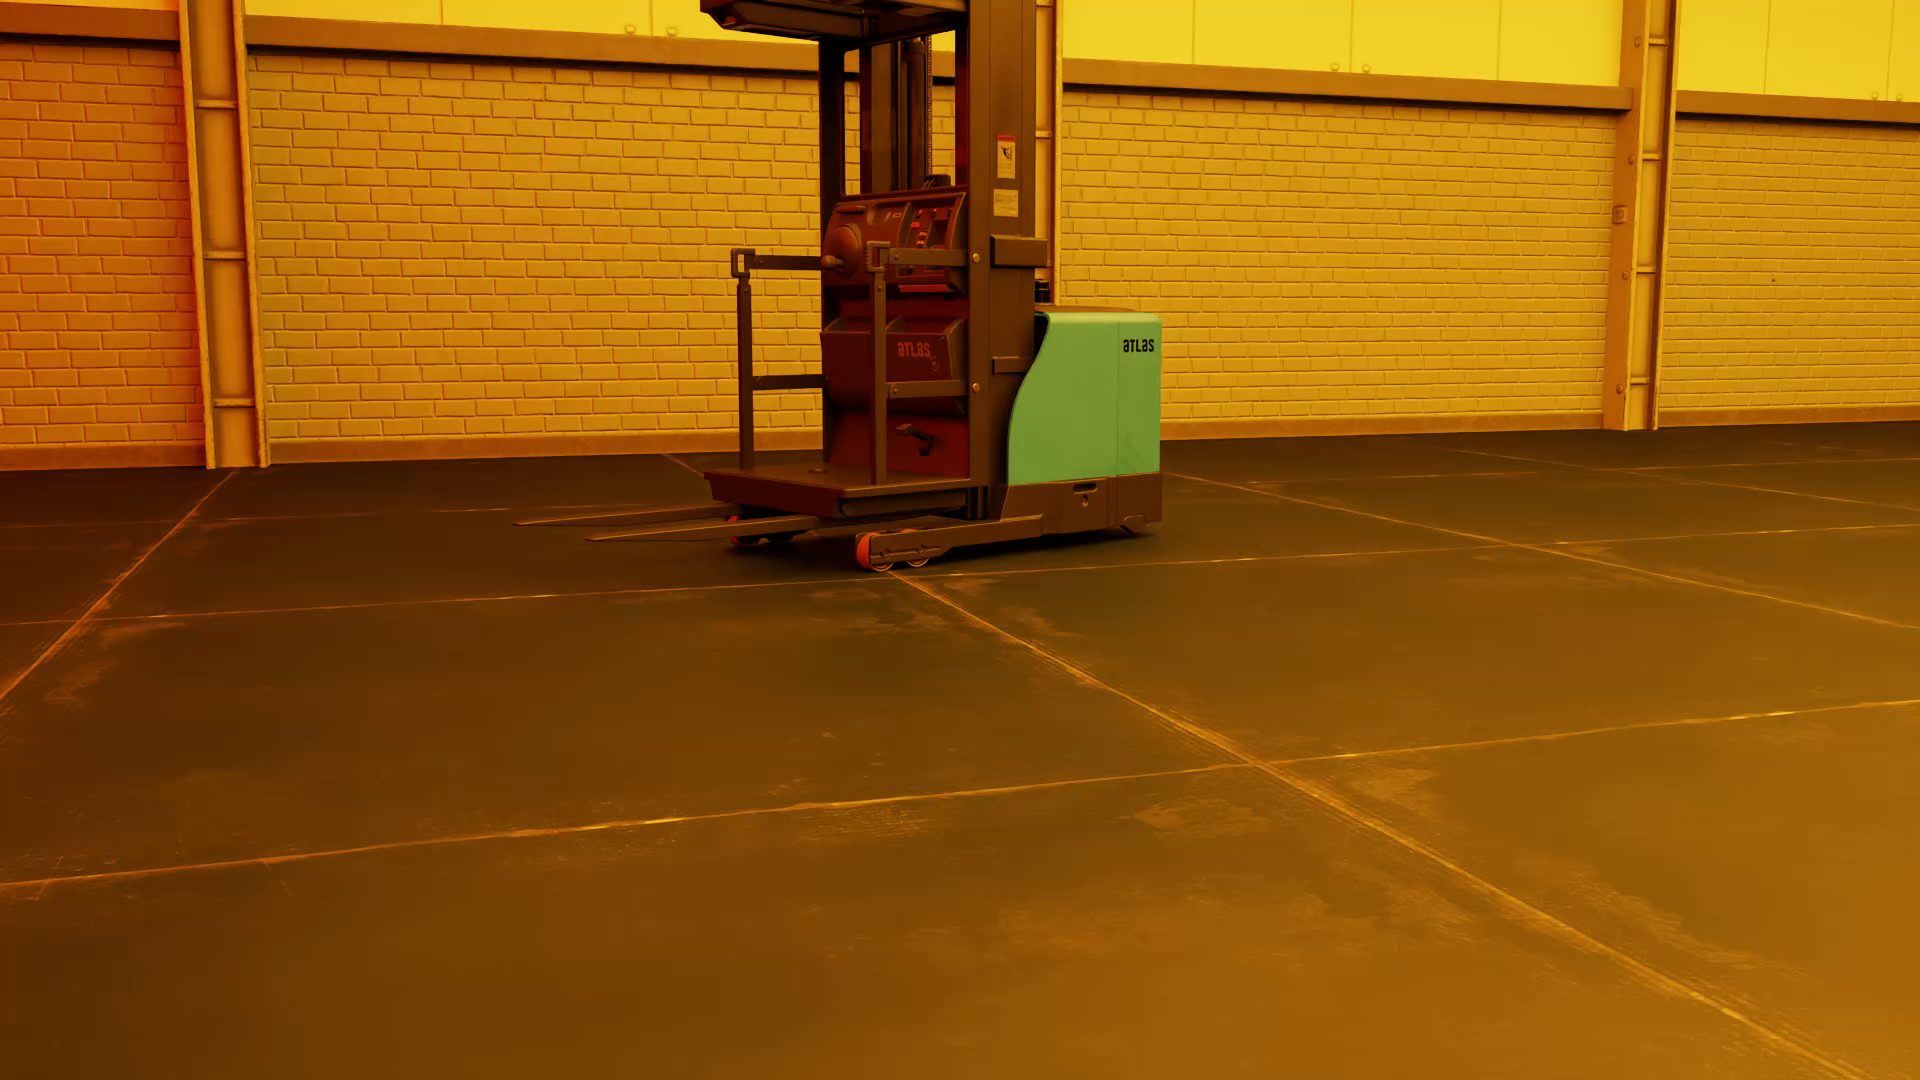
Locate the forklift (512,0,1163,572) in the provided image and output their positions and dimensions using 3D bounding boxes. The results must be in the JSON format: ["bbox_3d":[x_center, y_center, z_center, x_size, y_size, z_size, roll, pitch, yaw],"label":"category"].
[{"bbox_3d":[-0.461,-1.399,7.333,3.031,2.935,1.130,-7,10,-40],"label":"forklift"}]
